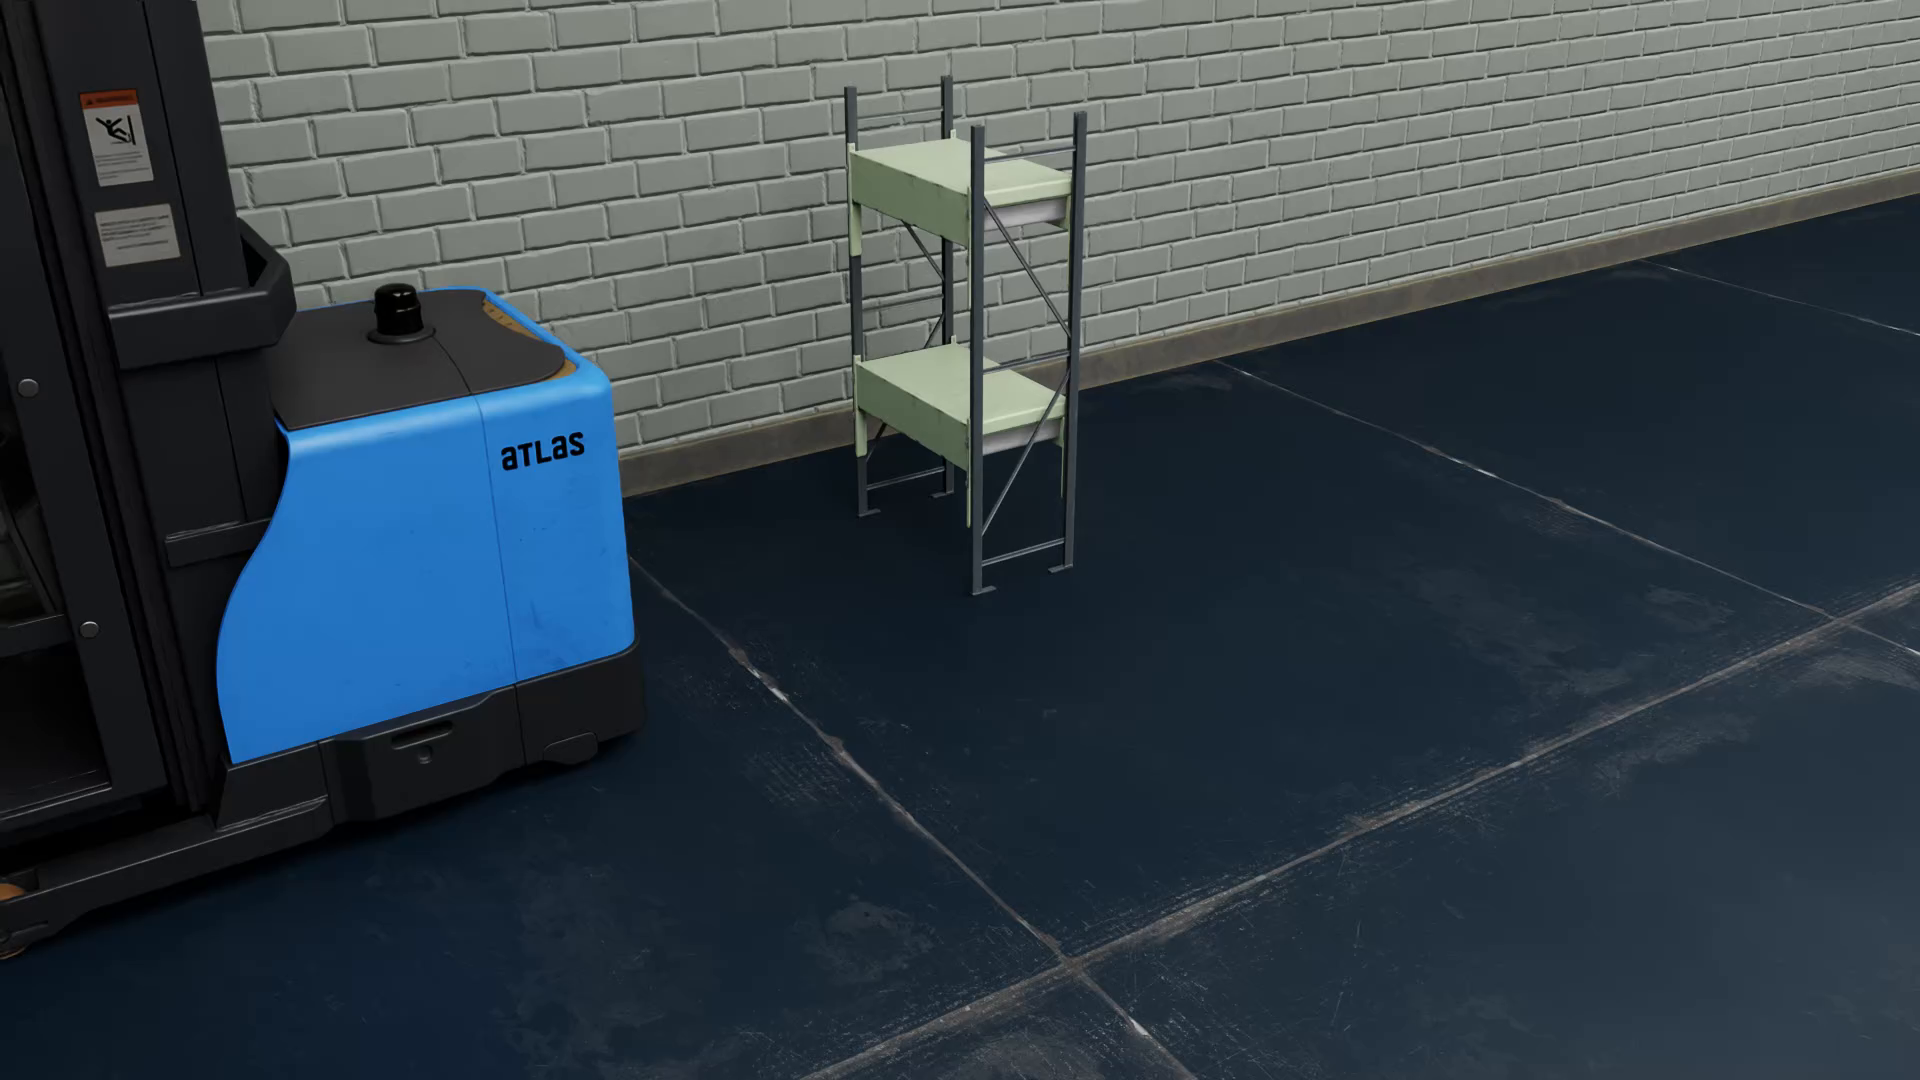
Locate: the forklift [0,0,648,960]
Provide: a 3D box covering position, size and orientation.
[{"bbox_3d":[-2.368,-0.591,3.569,3.031,2.935,1.130,-16,30,-30],"label":"forklift"}]

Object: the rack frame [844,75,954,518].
[{"bbox_3d":[-0.196,-0.807,5.702,0.400,1.500,0.023,-16,29,-30],"label":"rack frame"}]

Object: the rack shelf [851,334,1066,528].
[{"bbox_3d":[0.004,-0.381,5.564,0.431,0.370,0.720,-16,29,-30],"label":"rack shelf"}]

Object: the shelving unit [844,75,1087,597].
[{"bbox_3d":[0.004,-0.676,5.425,0.431,1.500,0.755,-16,29,-30],"label":"shelving unit"}]

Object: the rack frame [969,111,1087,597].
[{"bbox_3d":[0.203,-0.545,5.147,0.400,1.500,0.023,-16,29,-30],"label":"rack frame"}]

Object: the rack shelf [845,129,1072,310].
[{"bbox_3d":[0.004,-1.029,5.258,0.431,0.370,0.720,-16,29,-30],"label":"rack shelf"}]
